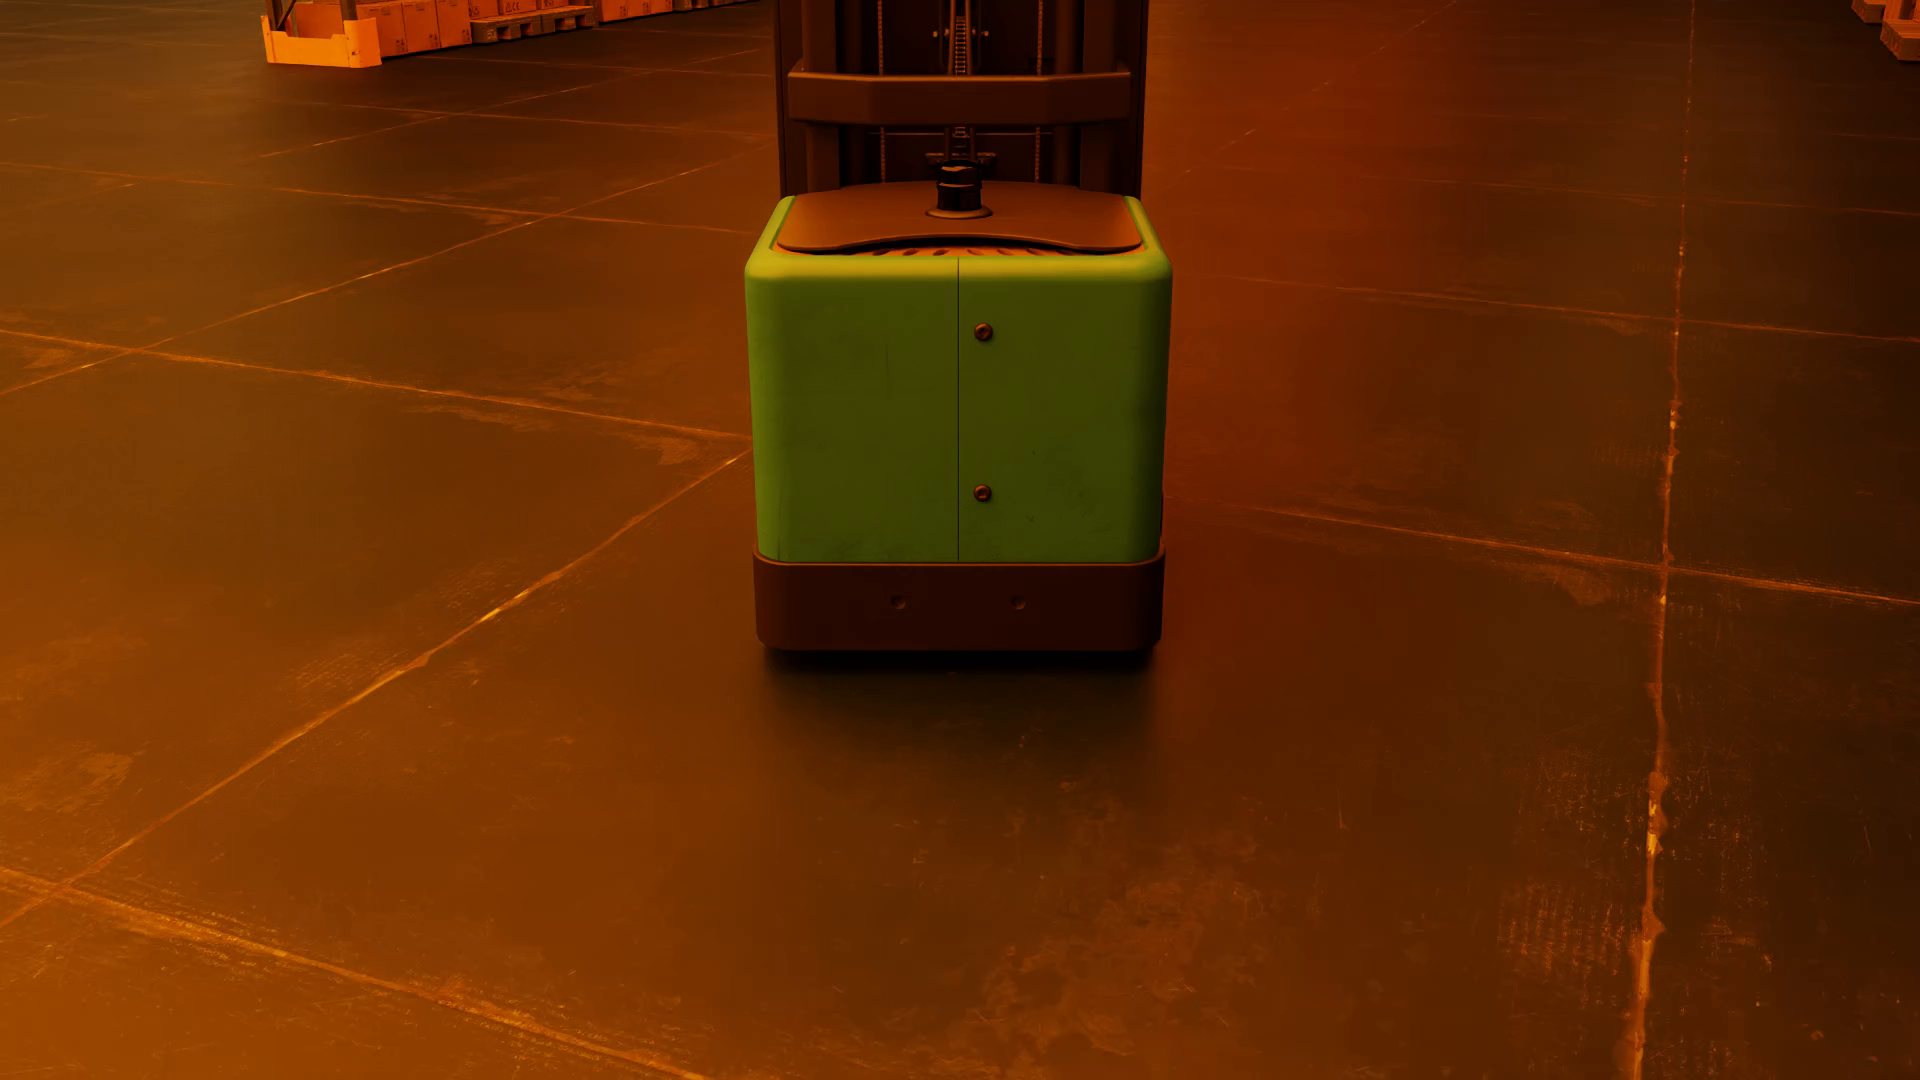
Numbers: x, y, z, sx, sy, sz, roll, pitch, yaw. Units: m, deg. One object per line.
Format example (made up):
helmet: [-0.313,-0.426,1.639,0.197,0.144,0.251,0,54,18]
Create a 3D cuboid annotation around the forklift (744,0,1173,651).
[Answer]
forklift: [0.002,-1.587,5.089,1.130,2.935,3.031,0,23,0]
